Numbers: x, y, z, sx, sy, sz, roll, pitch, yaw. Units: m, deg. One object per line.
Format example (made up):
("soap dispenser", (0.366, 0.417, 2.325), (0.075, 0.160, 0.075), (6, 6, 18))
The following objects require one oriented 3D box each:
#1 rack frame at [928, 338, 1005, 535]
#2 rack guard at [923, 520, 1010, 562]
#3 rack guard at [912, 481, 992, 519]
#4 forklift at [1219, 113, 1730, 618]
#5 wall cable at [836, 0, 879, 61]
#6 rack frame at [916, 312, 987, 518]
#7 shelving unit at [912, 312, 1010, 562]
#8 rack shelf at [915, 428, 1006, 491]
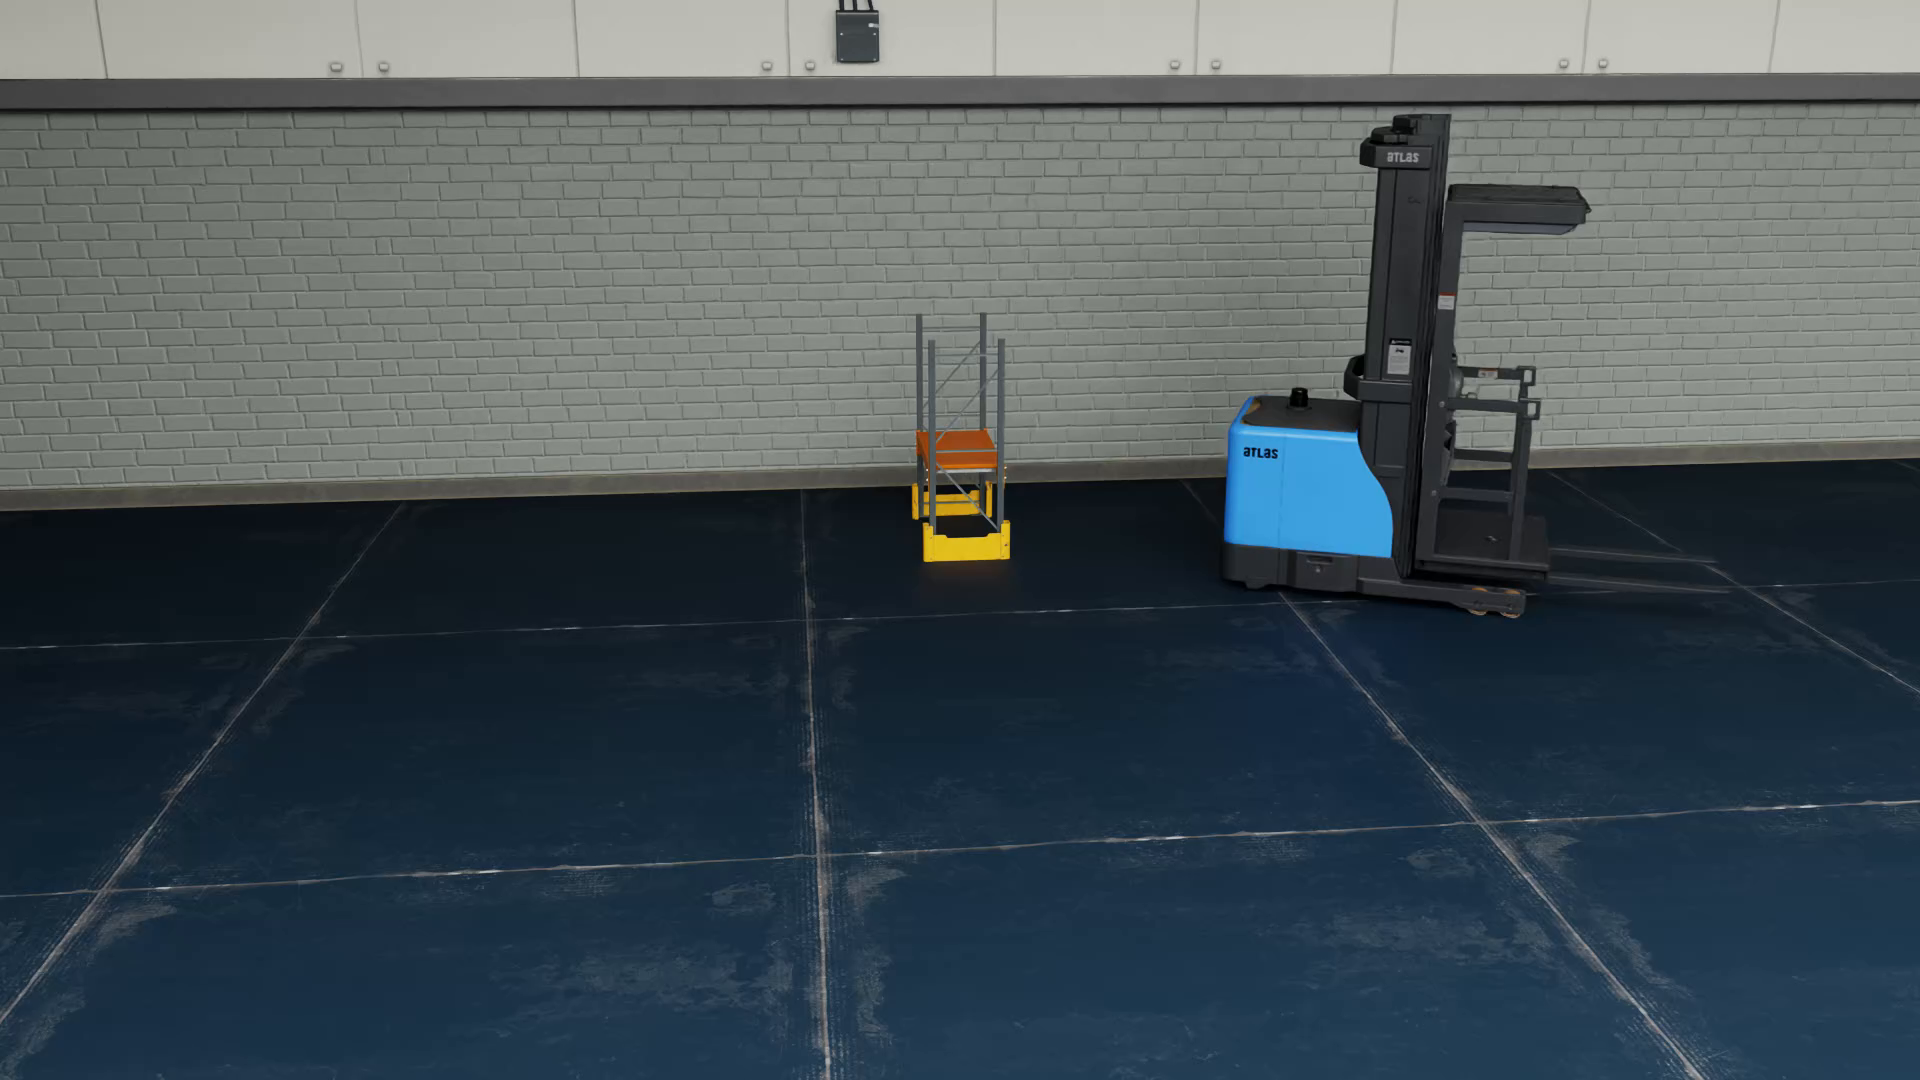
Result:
("rack frame", (0.044, -0.590, 11.051), (0.500, 1.500, 0.032), (-2, 18, -6))
("rack guard", (0.044, 0.006, 11.239), (0.587, 0.250, 0.087), (-2, 18, -6))
("rack guard", (-0.059, -0.290, 12.185), (0.587, 0.250, 0.087), (-2, 18, -6))
("forklift", (3.247, -1.099, 10.285), (3.031, 2.935, 1.130), (5, 18, 16))
("wall cable", (0.261, -6.347, 11.194), (2.305, 6.003, 0.169), (-2, 18, -6))
("rack frame", (-0.061, -0.892, 12.016), (0.500, 1.500, 0.032), (-2, 18, -6))
("shelving unit", (-0.008, -0.738, 11.525), (0.587, 1.500, 1.083), (-2, 18, -6))
("rack shelf", (-0.009, -0.569, 11.587), (0.538, 0.185, 1.000), (-2, 18, -6))
